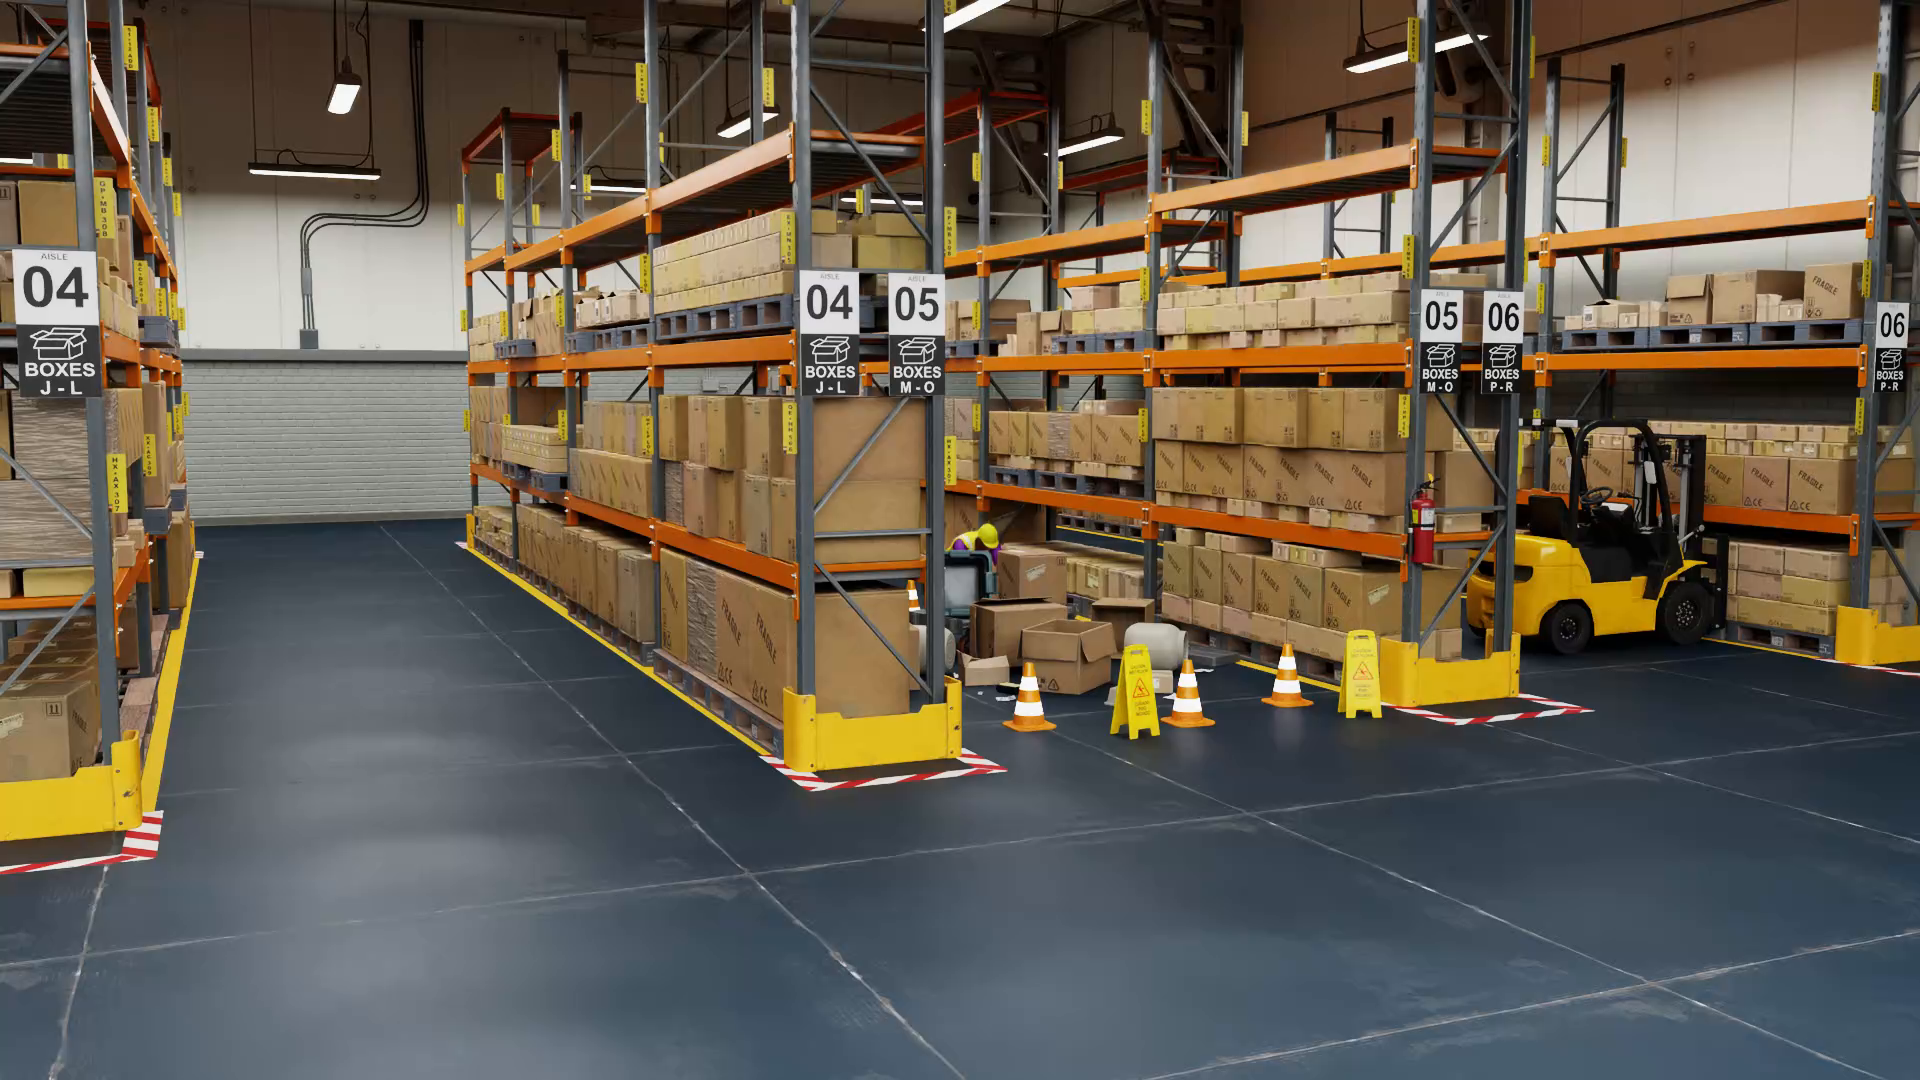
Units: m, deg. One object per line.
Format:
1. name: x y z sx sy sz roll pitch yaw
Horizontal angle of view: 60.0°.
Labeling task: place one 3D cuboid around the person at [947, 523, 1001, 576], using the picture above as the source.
1. person: 0.154 0.302 18.019 0.582 1.008 0.902 -2 6 -24
